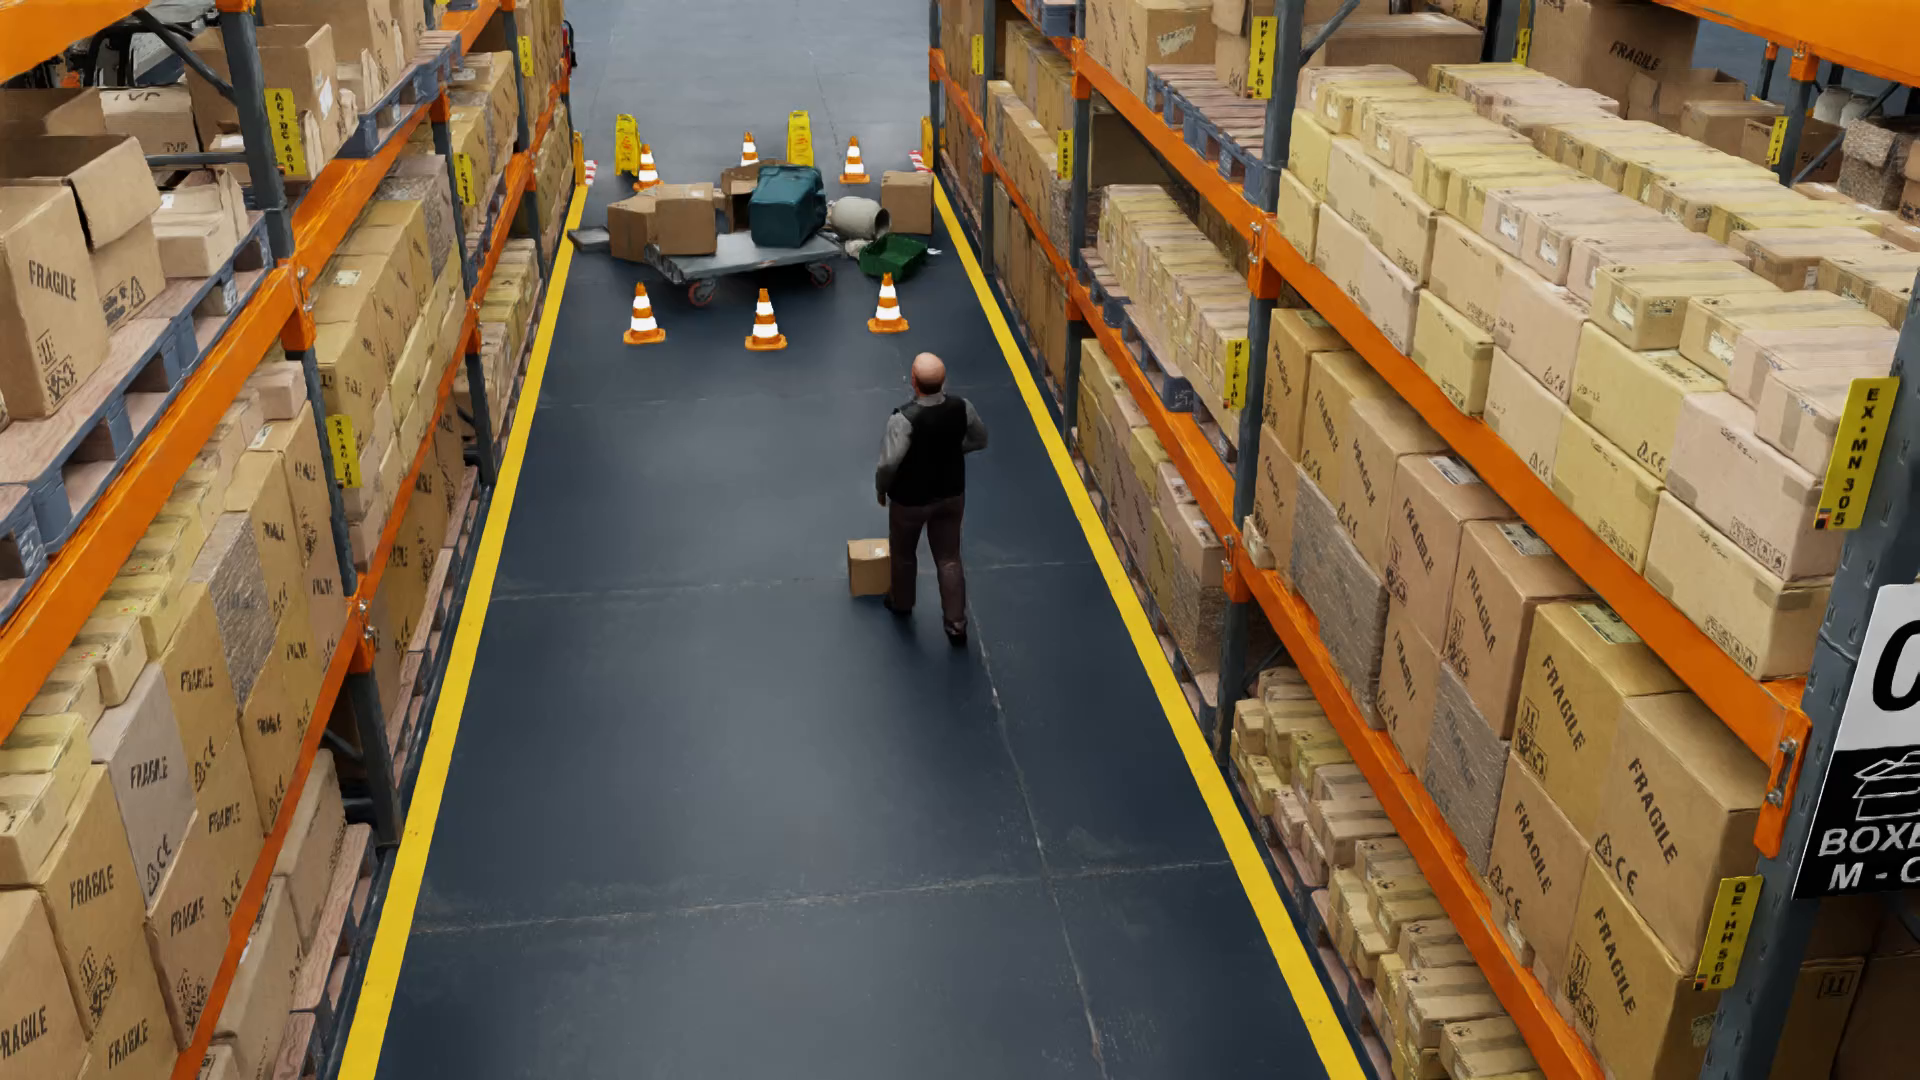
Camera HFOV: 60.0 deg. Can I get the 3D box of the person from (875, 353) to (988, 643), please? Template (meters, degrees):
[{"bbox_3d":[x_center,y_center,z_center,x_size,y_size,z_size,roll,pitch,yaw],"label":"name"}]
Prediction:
[{"bbox_3d":[-0.234,-0.277,9.185,0.703,1.717,0.739,-12,29,-22],"label":"person"}]
